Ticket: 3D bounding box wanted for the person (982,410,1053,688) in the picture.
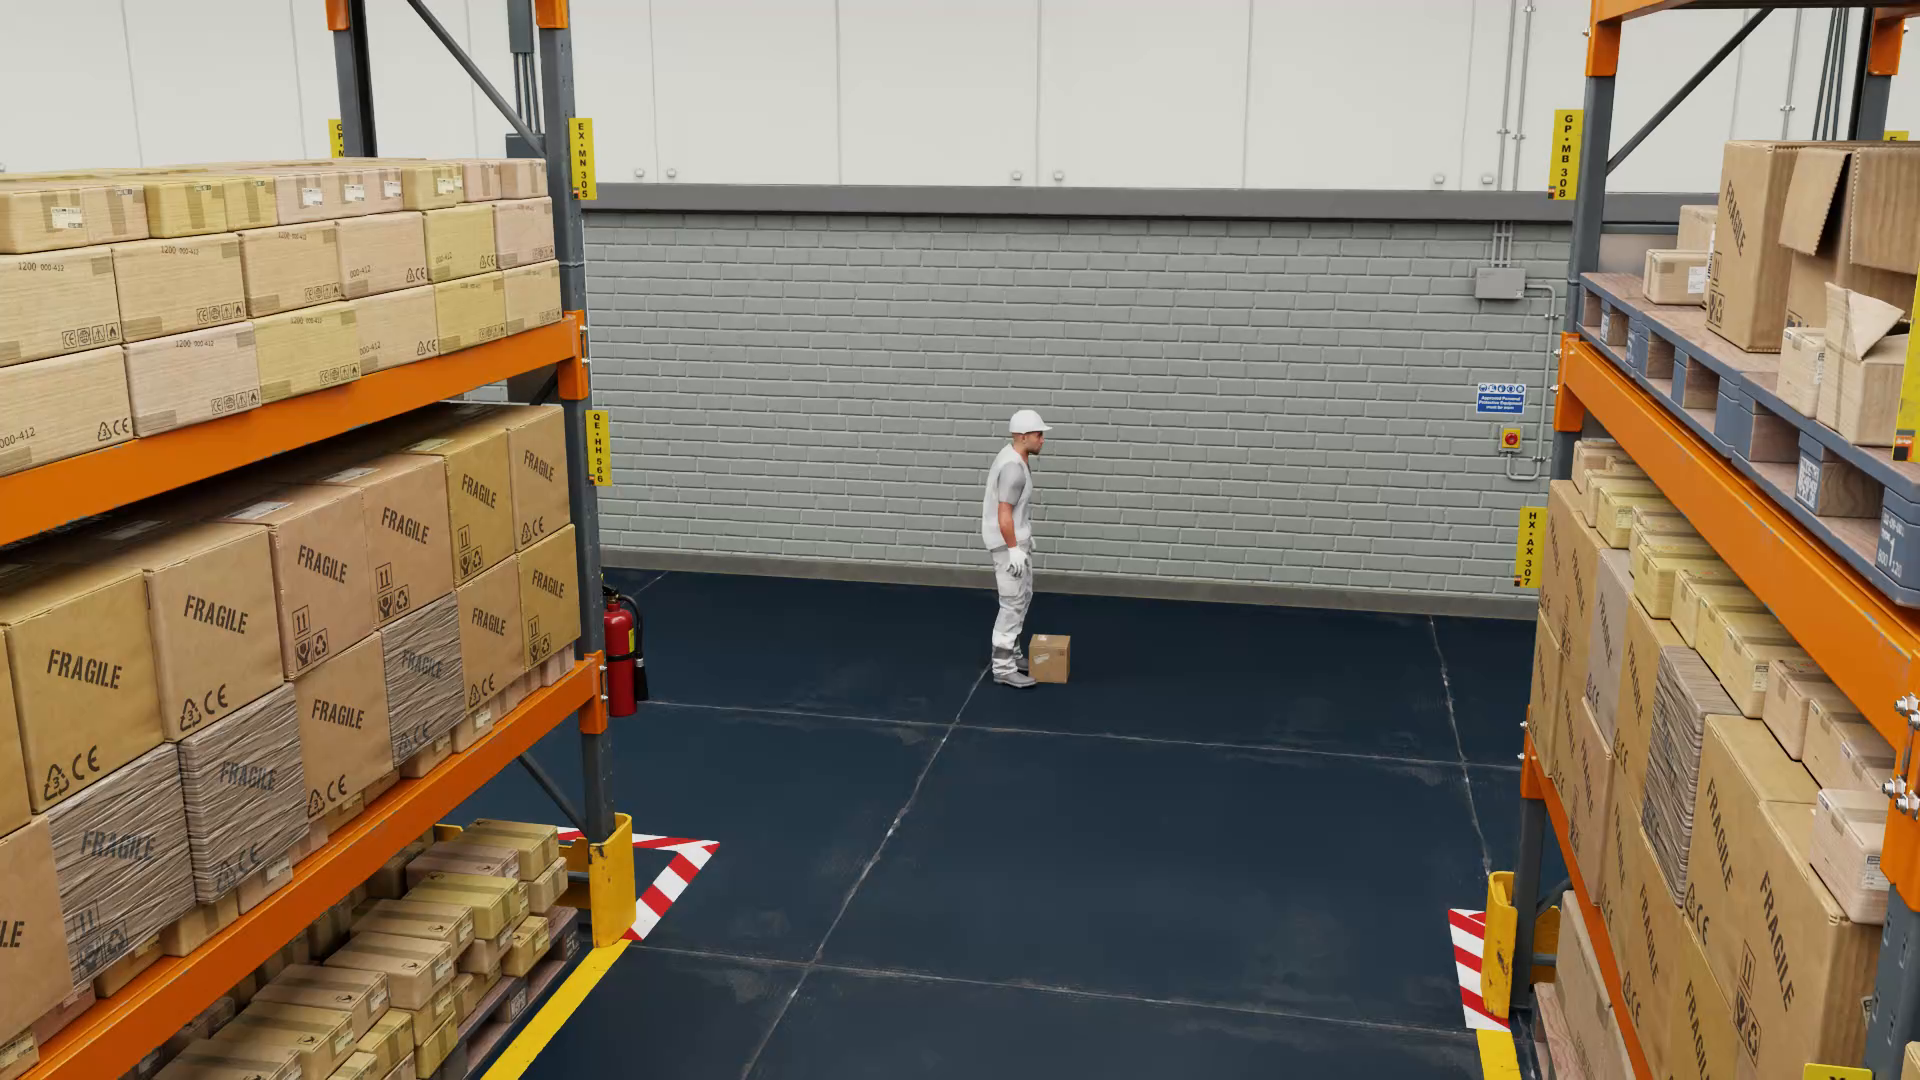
[{"bbox_3d":[0.371,0.033,10.849,0.445,1.781,0.622,2,15,9],"label":"person"}]
